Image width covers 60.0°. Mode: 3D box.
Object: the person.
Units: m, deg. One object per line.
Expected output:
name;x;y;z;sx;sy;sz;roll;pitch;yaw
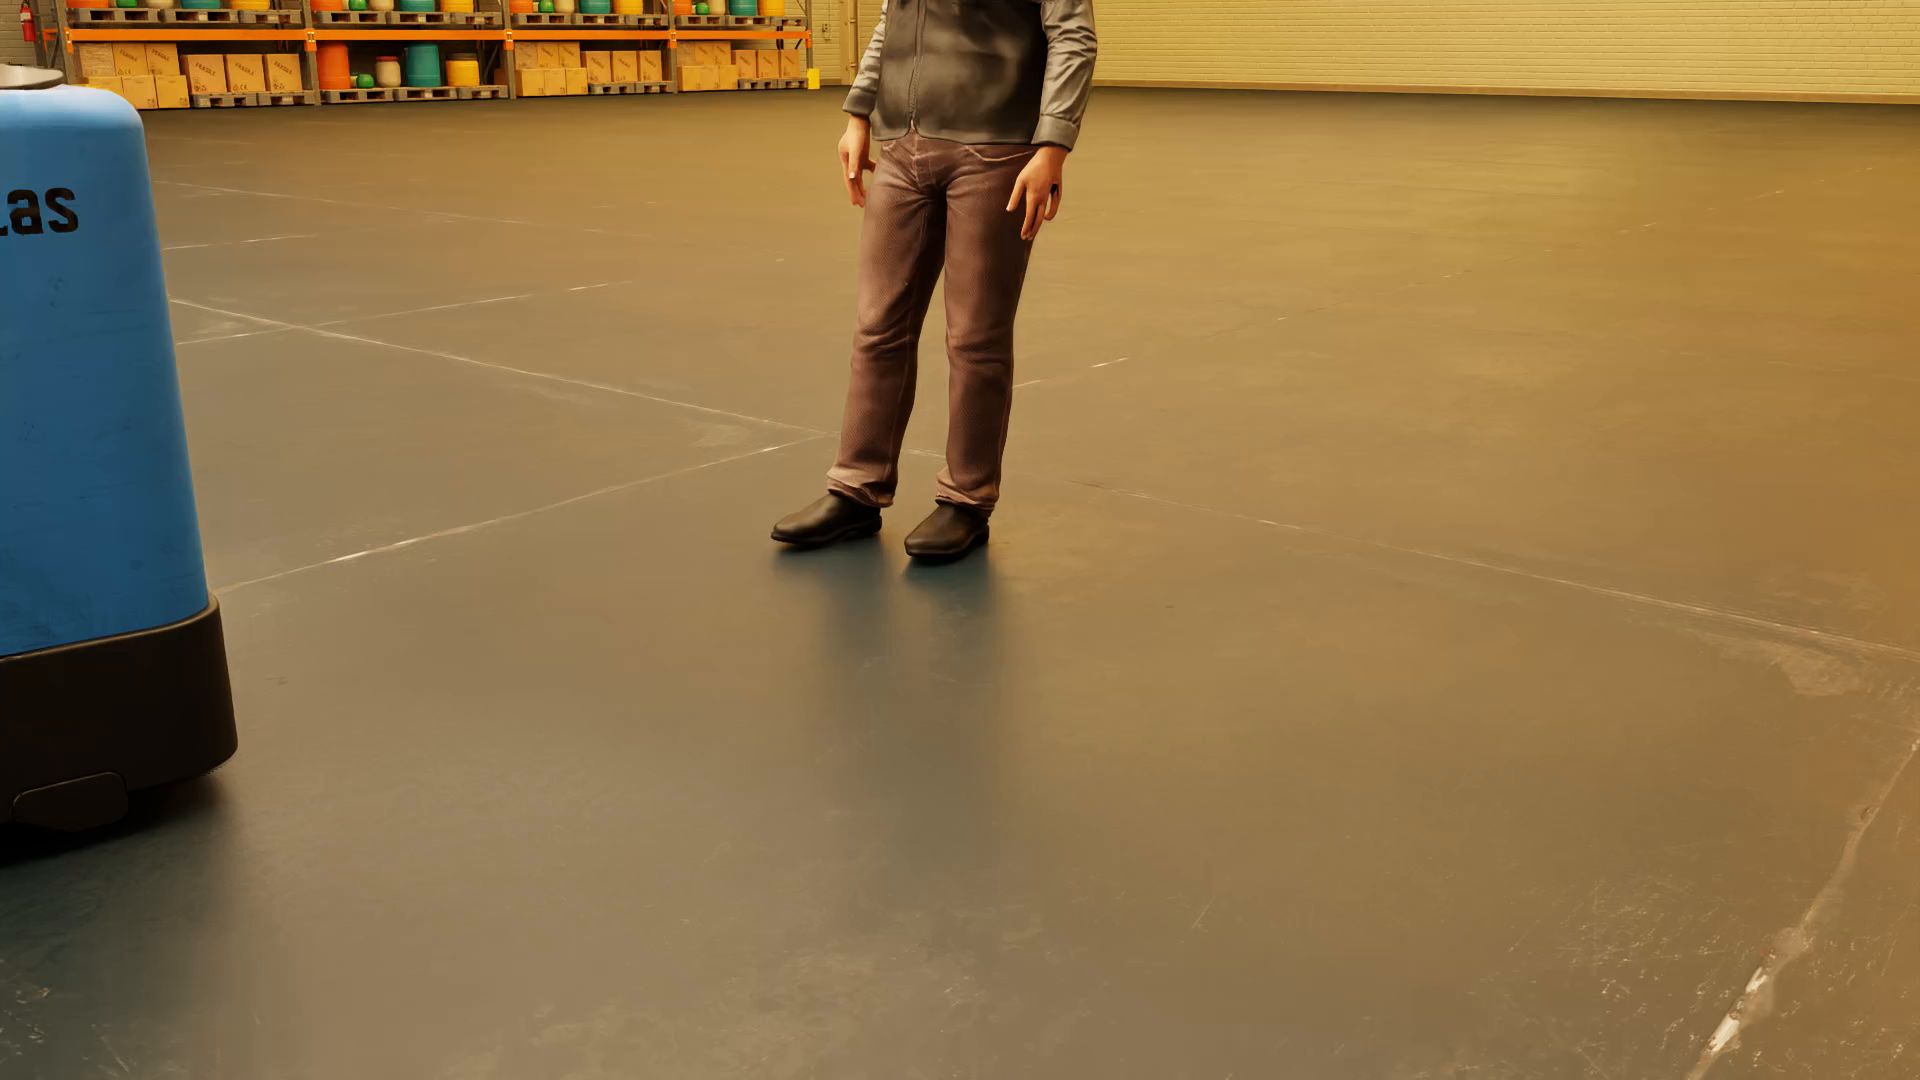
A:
person;-0.046;-0.818;3.648;0.633;1.722;0.566;13;21;37

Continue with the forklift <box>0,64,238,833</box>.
forklift;-2.610;-0.845;1.679;3.031;2.935;1.130;-13;21;-36
